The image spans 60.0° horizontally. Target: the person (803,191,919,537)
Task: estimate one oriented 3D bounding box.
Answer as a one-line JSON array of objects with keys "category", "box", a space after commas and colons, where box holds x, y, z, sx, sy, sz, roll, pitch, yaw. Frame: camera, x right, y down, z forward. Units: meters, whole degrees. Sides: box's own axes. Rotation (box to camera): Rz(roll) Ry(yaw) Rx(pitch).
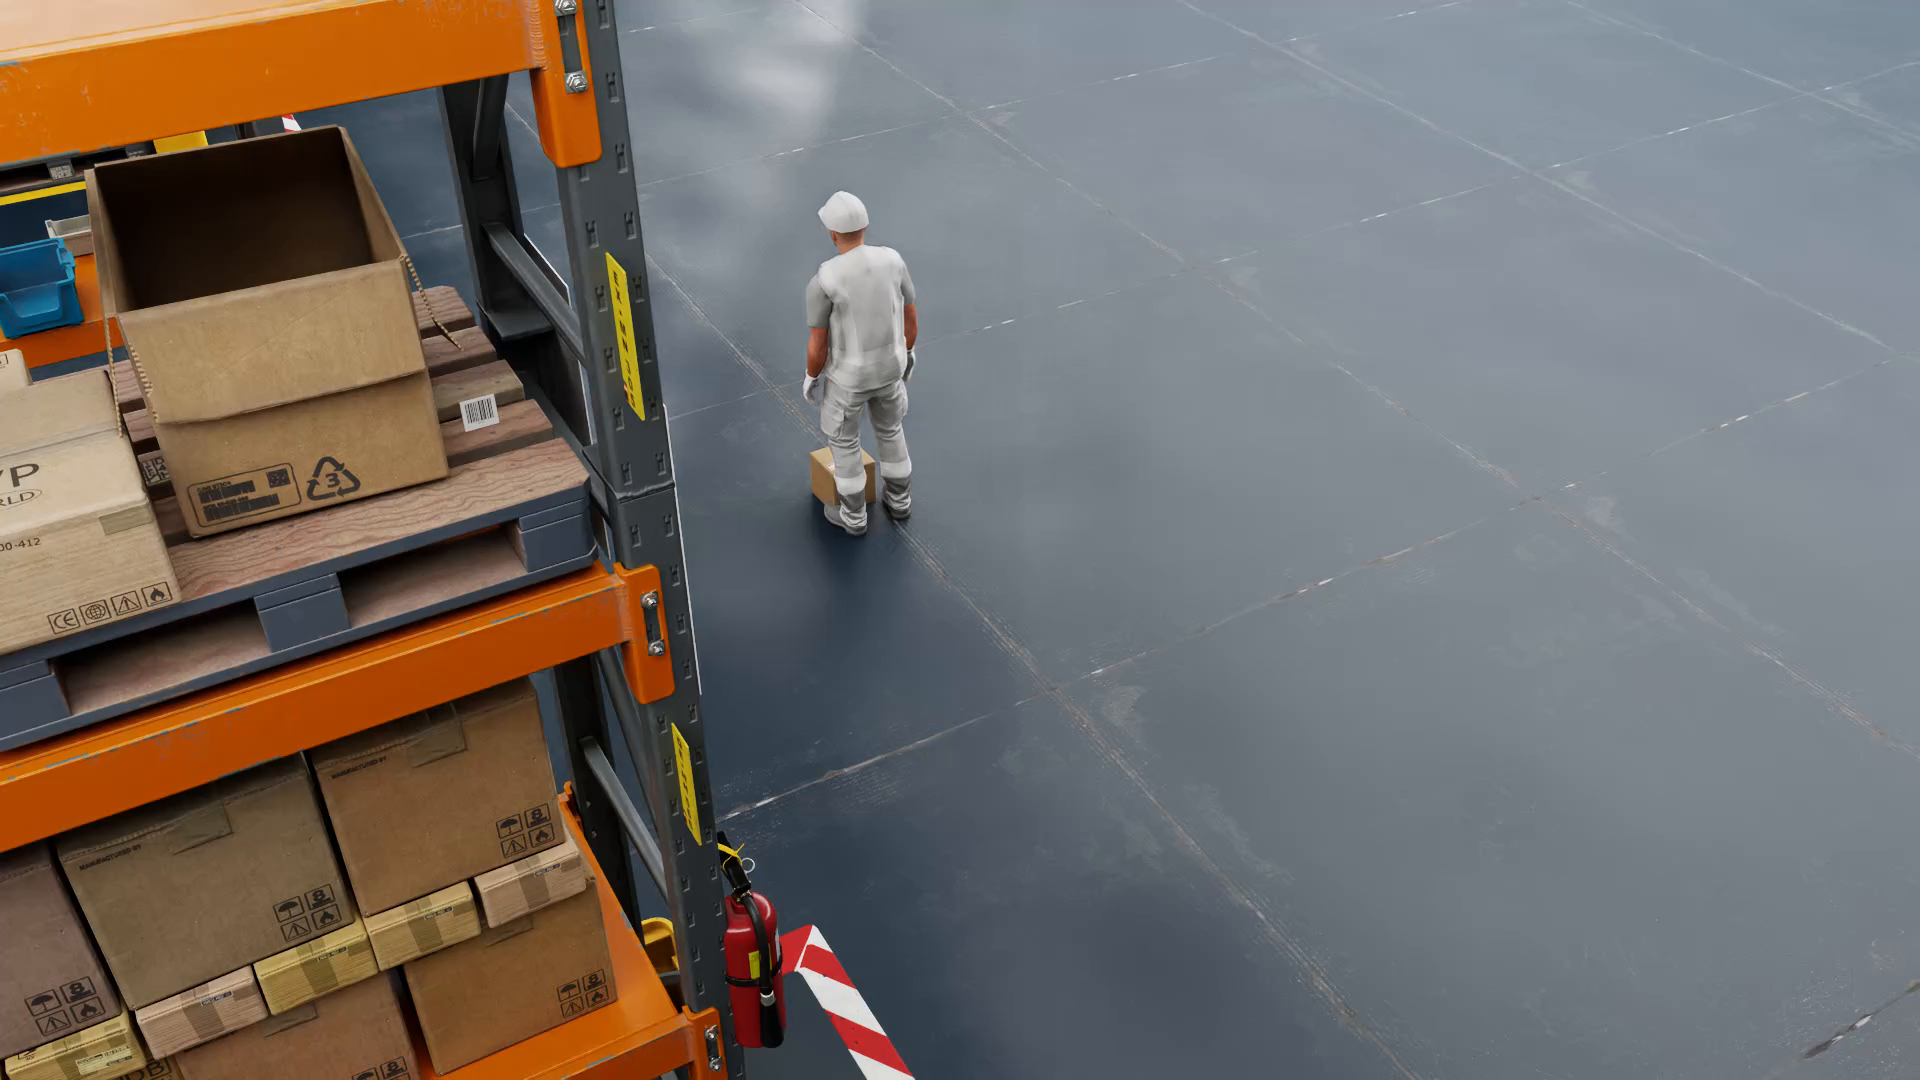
[{"category": "person", "box": [-0.478, -0.830, 8.038, 0.609, 1.779, 0.449, -19, 40, -24]}]
